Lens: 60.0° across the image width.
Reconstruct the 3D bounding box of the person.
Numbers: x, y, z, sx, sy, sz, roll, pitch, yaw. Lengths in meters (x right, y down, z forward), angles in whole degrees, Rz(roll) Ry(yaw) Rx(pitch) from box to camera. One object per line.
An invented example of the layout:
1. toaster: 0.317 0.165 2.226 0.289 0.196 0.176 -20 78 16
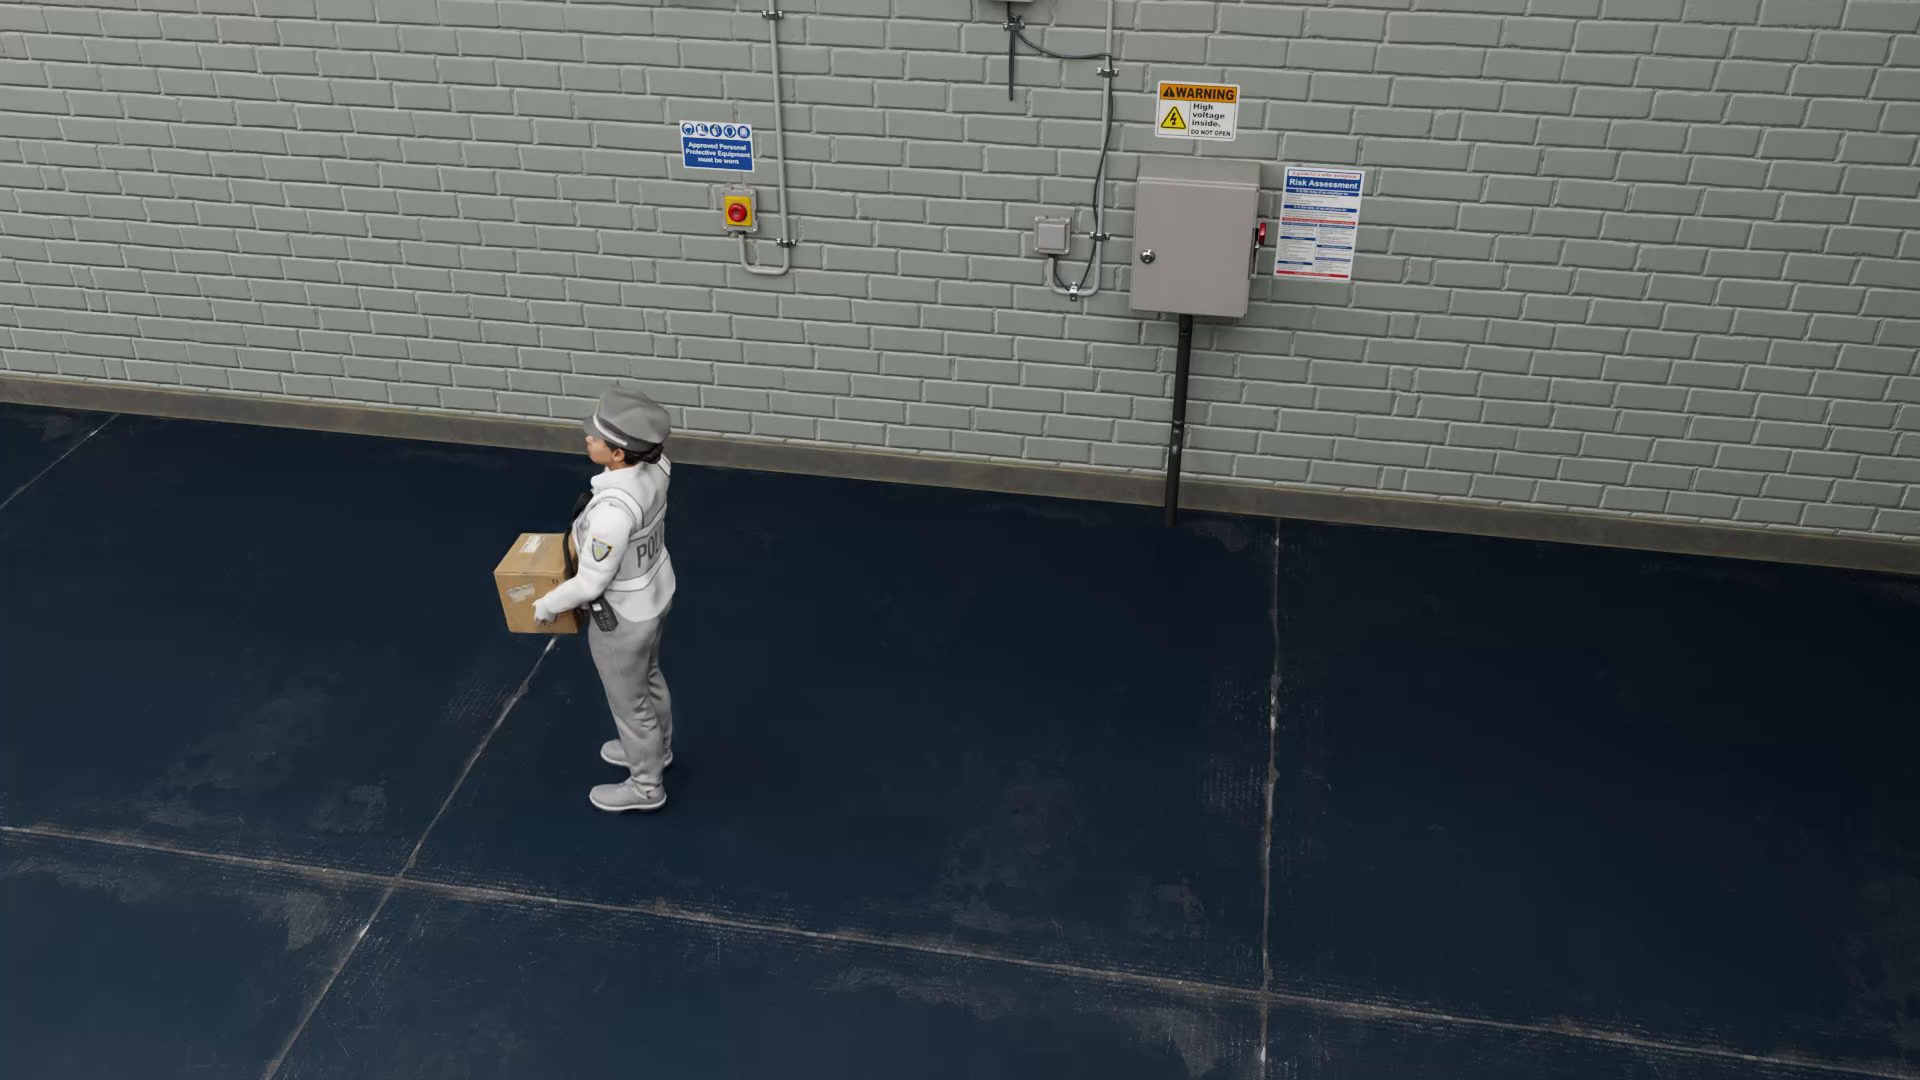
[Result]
1. person: -1.209 0.244 5.764 0.502 1.653 0.492 5 33 8
